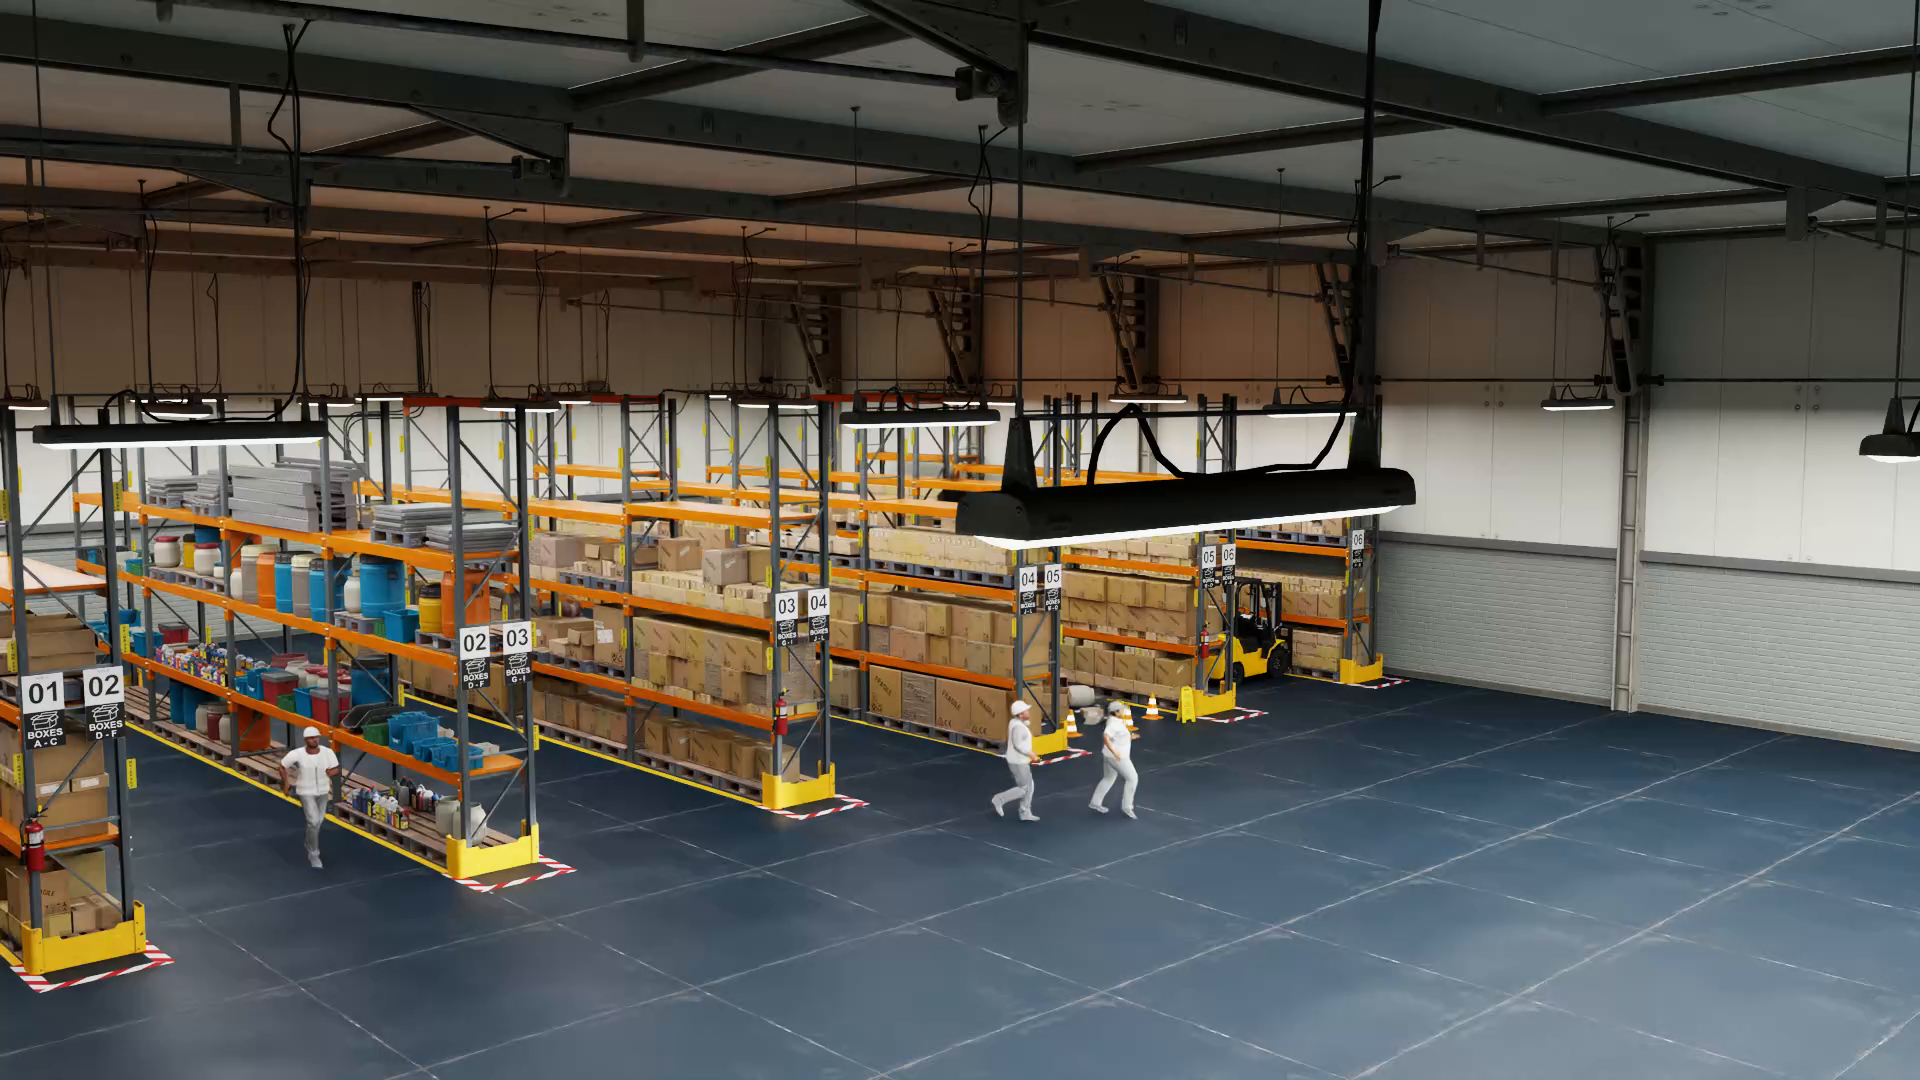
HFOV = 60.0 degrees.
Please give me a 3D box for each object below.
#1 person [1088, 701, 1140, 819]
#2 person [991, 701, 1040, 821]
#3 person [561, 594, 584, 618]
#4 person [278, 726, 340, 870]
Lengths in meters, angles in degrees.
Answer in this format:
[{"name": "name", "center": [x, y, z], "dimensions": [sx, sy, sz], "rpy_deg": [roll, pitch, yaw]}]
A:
[{"name": "person", "center": [2.246, 3.188, 24.045], "dimensions": [0.749, 1.731, 0.576], "rpy_deg": [-1, 6, -12]}, {"name": "person", "center": [0.792, 3.171, 23.843], "dimensions": [0.735, 1.761, 0.667], "rpy_deg": [-1, 6, -5]}, {"name": "person", "center": [-8.494, 1.971, 36.170], "dimensions": [0.921, 1.776, 0.719], "rpy_deg": [5, 8, 45]}, {"name": "person", "center": [-8.474, 3.340, 21.769], "dimensions": [0.776, 1.823, 0.680], "rpy_deg": [5, 8, 44]}]
